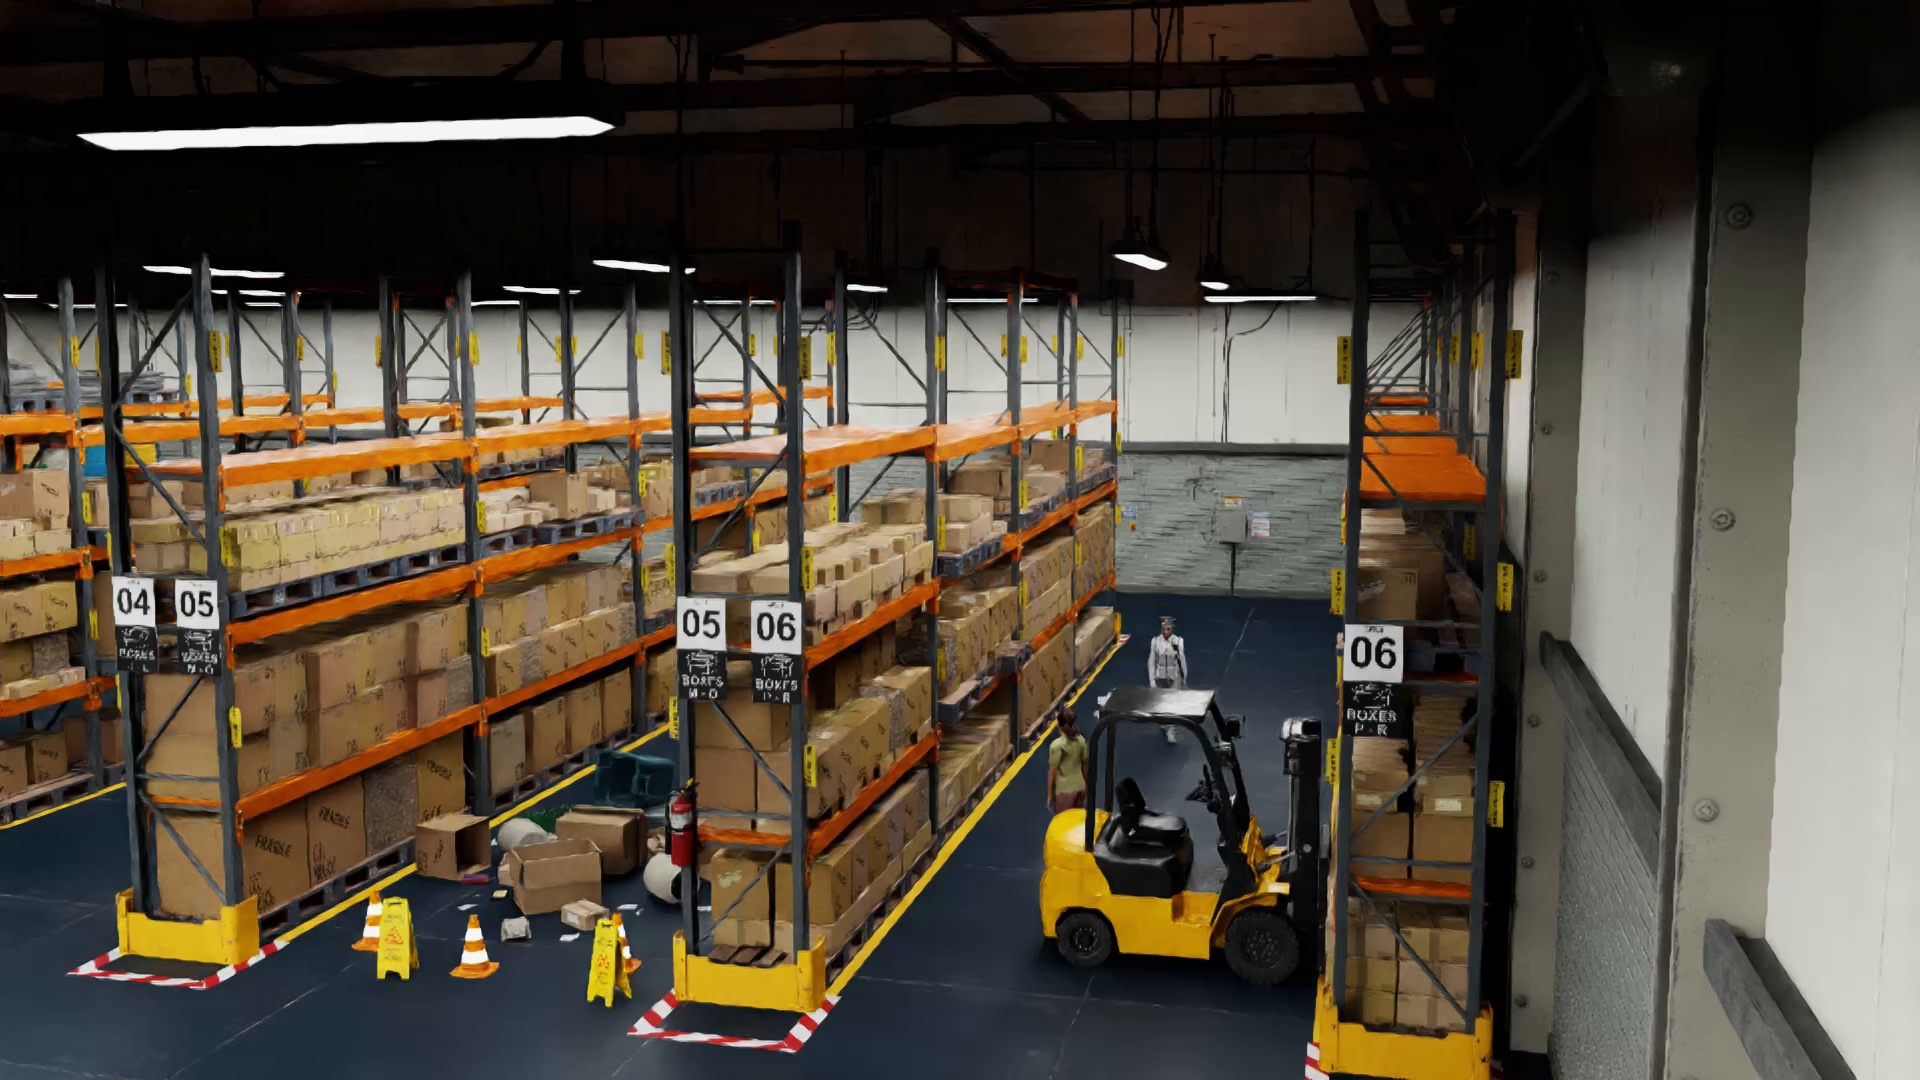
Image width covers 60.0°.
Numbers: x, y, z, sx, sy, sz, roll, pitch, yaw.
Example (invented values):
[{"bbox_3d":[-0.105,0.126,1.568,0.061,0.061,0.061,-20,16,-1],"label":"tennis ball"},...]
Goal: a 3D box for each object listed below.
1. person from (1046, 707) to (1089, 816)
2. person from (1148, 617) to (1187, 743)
[{"bbox_3d":[0.984,2.400,15.813,0.560,1.668,0.558,-7,10,-44],"label":"person"},{"bbox_3d":[2.658,1.755,21.409,0.495,1.587,1.075,2,7,16],"label":"person"}]
